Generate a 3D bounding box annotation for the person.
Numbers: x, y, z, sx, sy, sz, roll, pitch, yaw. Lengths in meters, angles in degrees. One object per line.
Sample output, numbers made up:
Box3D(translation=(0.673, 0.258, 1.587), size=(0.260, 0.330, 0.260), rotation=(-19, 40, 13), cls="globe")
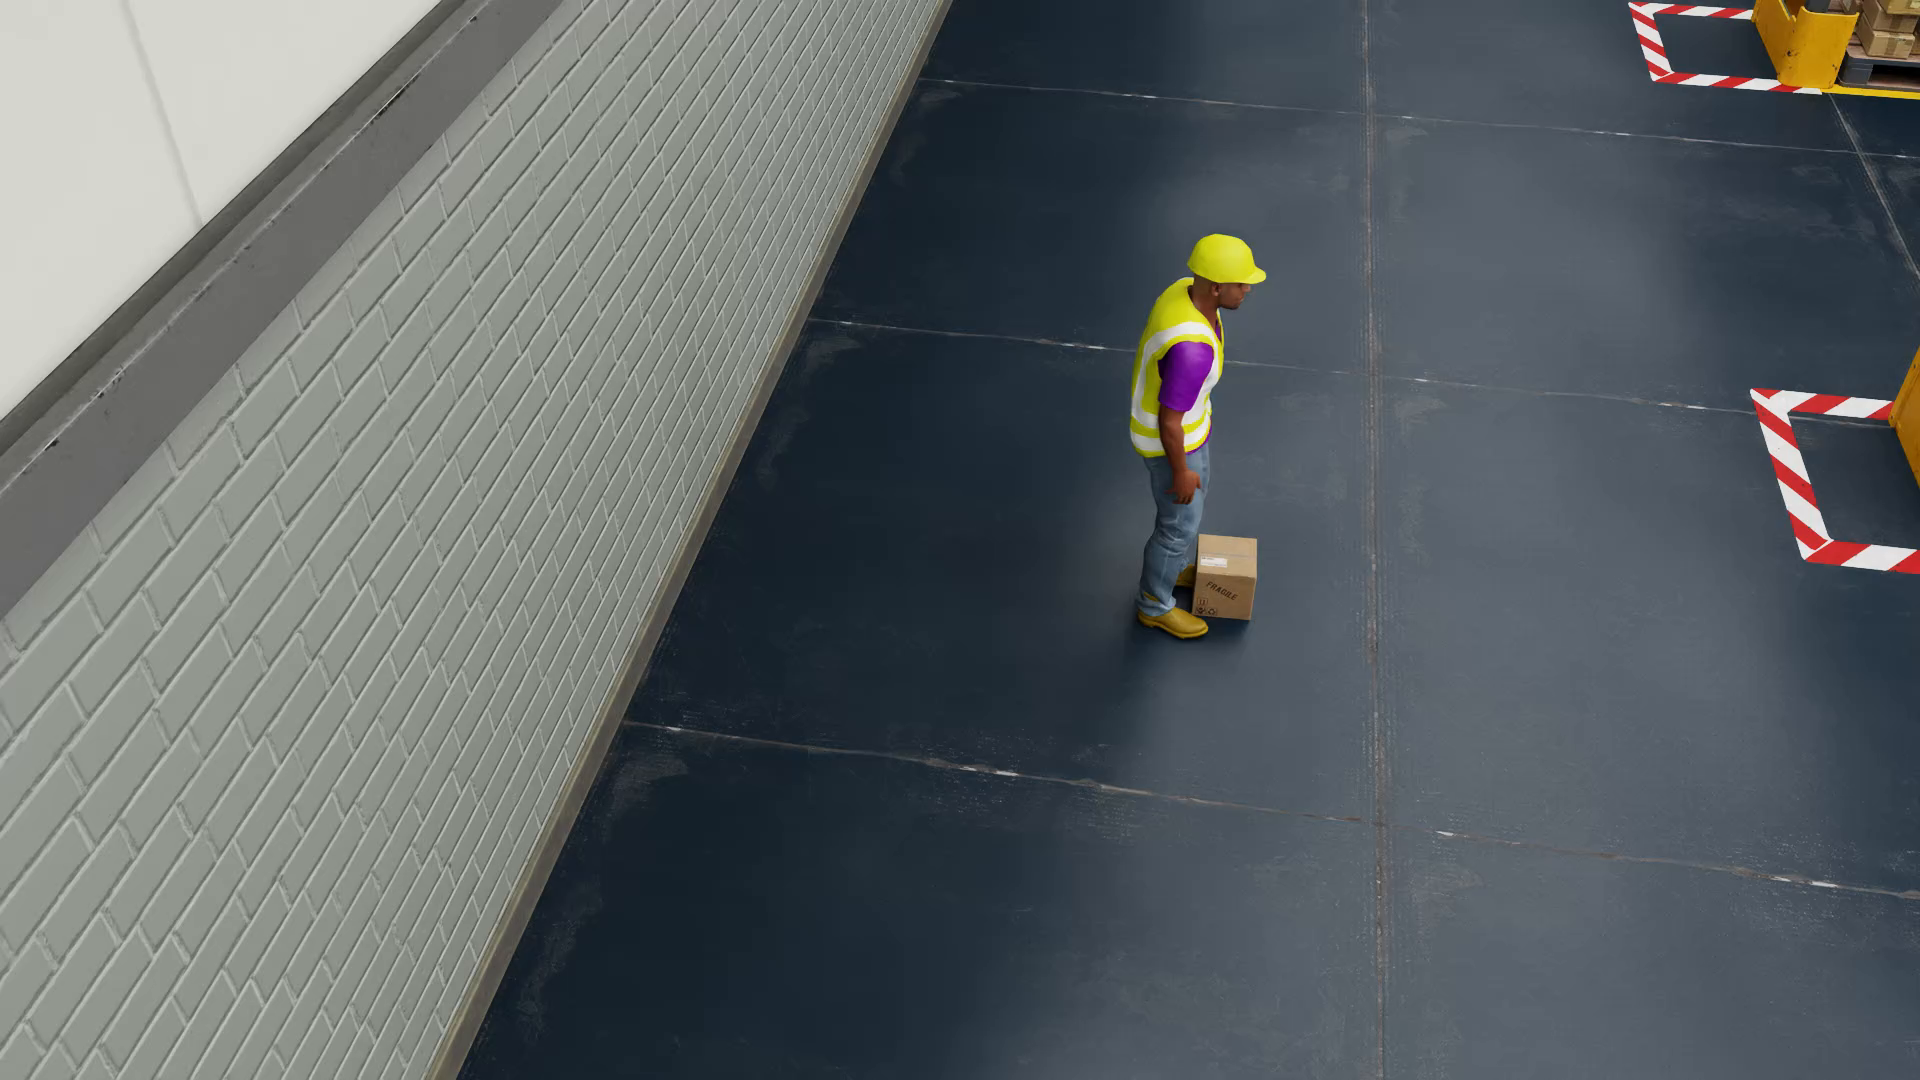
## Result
Box3D(translation=(0.903, -0.431, 6.651), size=(0.460, 1.760, 0.627), rotation=(7, 41, 8), cls="person")
